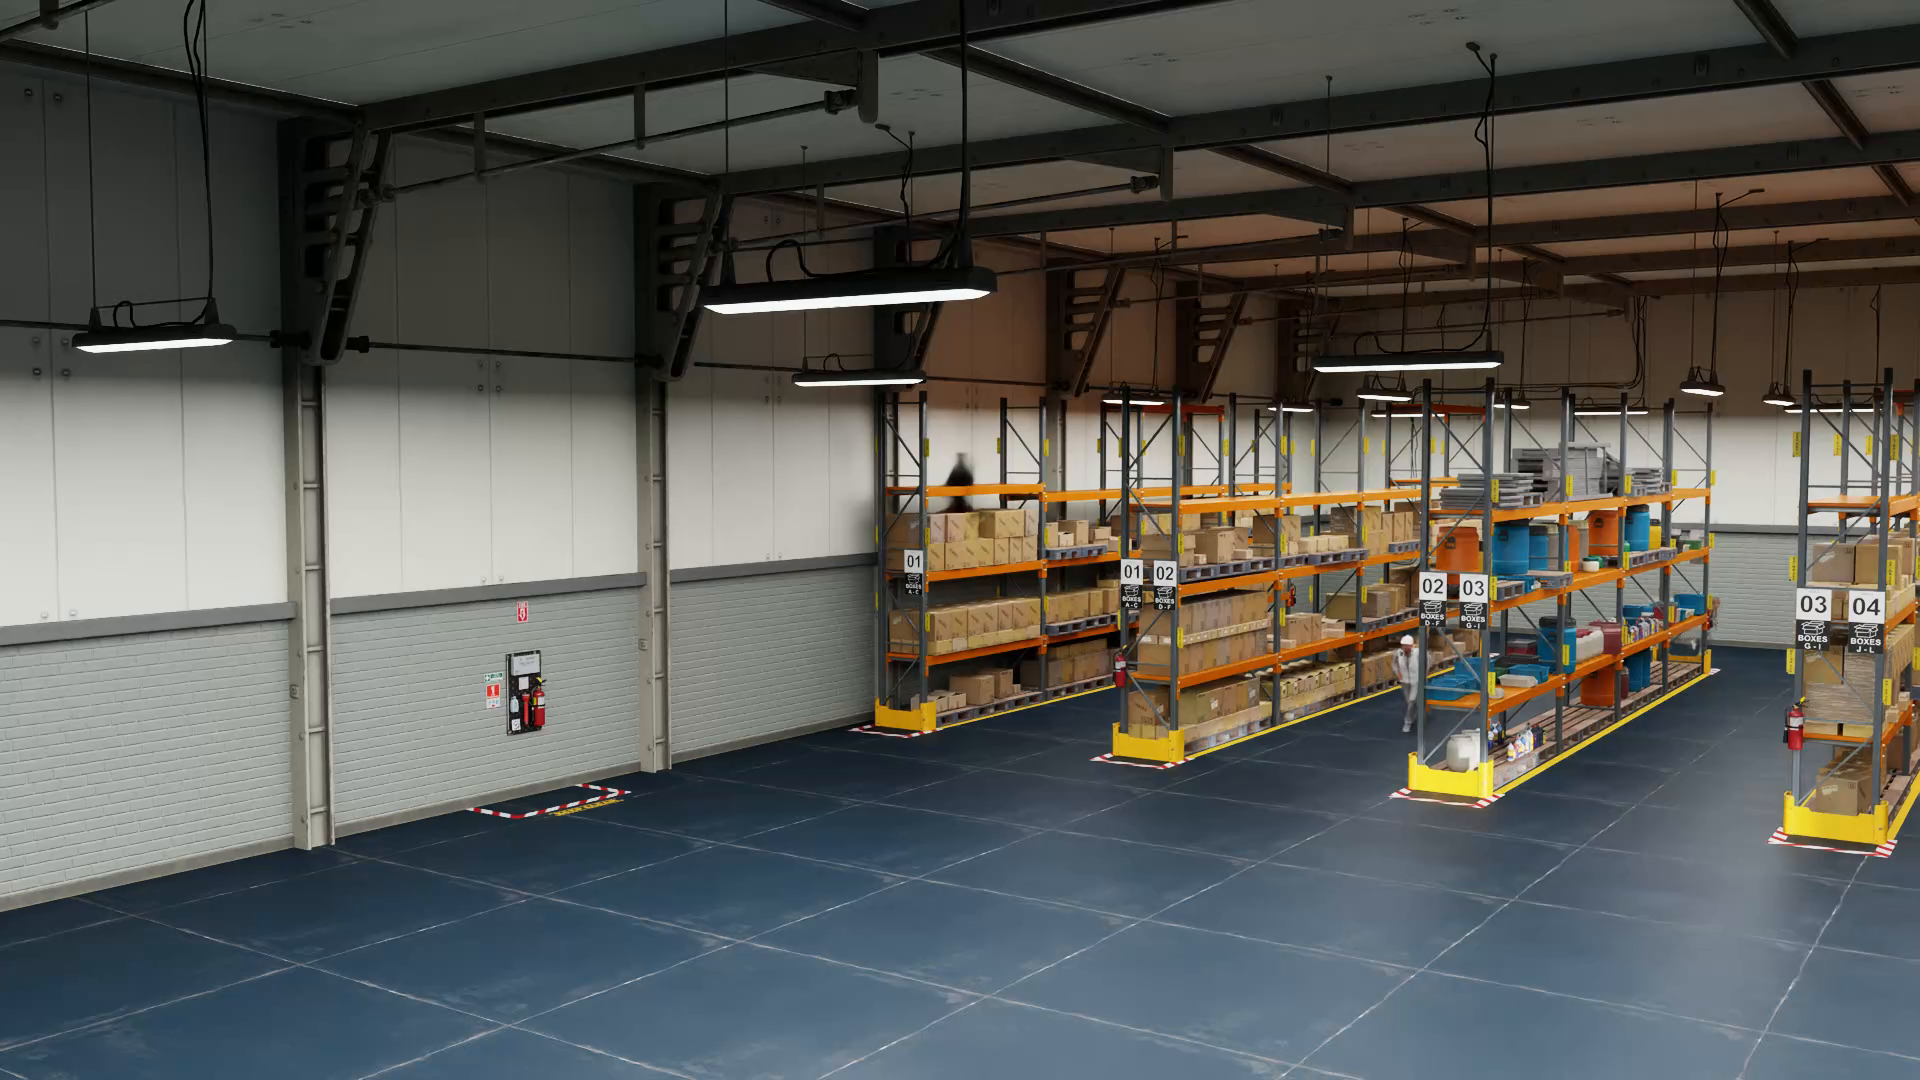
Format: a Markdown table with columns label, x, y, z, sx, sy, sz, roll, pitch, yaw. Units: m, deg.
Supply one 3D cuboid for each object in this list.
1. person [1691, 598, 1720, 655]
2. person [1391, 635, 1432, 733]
| label | x | y | z | sx | sy | sz | roll | pitch | yaw |
| --- | --- | --- | --- | --- | --- | --- | --- | --- | --- |
| person | 17.938 | 2.110 | 39.944 | 0.562 | 1.367 | 0.784 | -1 | 3 | -24 |
| person | 8.047 | 2.527 | 29.610 | 0.698 | 1.733 | 1.032 | 1 | 3 | 24 |
